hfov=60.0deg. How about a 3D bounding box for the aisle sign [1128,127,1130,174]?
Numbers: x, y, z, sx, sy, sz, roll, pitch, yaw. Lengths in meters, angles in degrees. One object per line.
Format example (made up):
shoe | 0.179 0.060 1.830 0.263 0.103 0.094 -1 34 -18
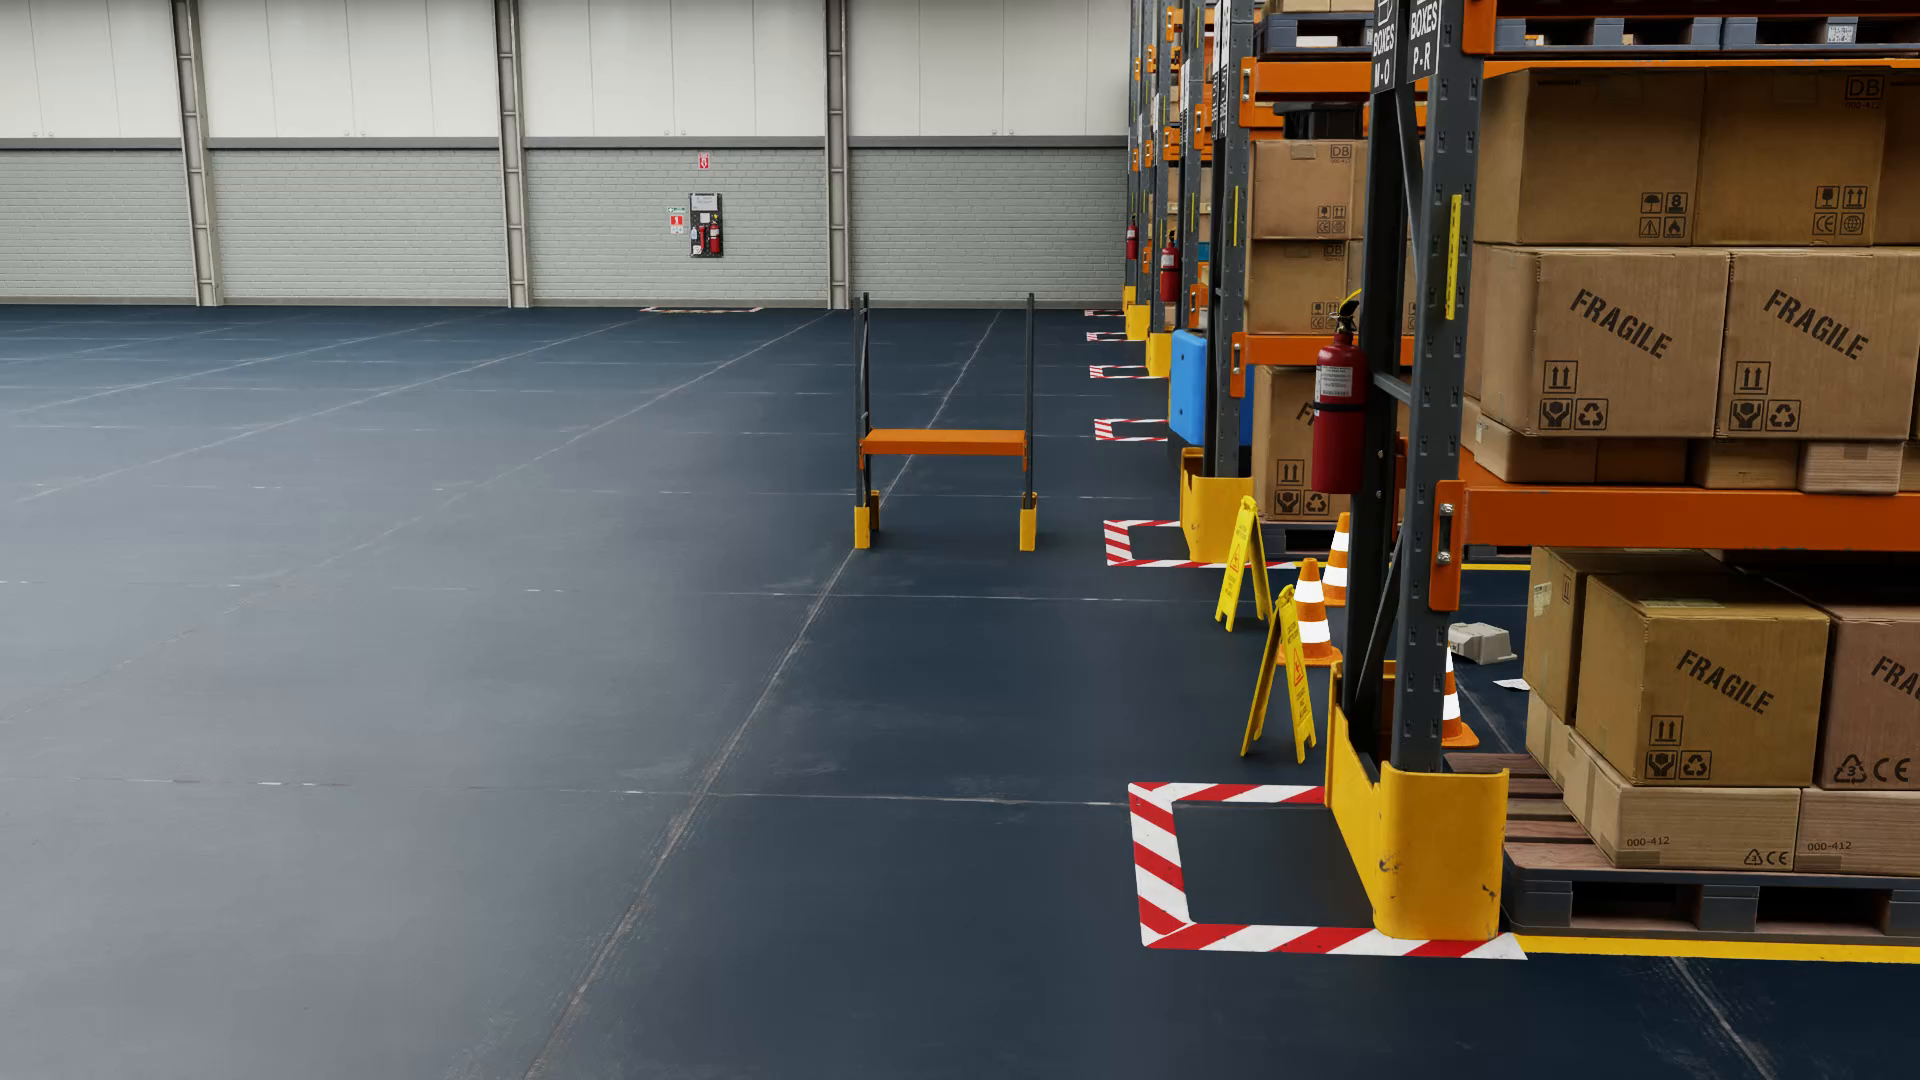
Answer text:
aisle sign | 2.910 -6.711 28.677 0.004 0.787 0.394 1 12 4

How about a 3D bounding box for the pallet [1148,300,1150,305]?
pallet | 3.885 -4.115 29.425 1.213 0.211 1.003 1 12 4

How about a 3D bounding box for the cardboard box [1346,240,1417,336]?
cardboard box | 2.500 -1.526 9.872 0.550 0.550 0.875 1 12 4

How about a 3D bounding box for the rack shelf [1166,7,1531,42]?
rack shelf | 4.335 -5.837 18.926 4.000 0.370 1.077 1 12 4

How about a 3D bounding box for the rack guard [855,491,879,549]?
rack guard | -0.573 -0.130 10.280 0.087 0.250 0.587 1 12 4

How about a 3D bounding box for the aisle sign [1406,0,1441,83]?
aisle sign | 1.264 -1.649 4.476 0.004 0.787 0.394 1 12 4

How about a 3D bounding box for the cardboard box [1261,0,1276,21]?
cardboard box | 1.931 -3.116 9.856 0.250 0.149 0.380 1 12 4

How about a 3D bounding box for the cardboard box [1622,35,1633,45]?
cardboard box | 5.533 -4.270 13.839 0.500 0.500 0.500 0 12 2

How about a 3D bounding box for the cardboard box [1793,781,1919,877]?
cardboard box | 2.641 0.777 4.916 0.500 0.250 0.500 1 12 6

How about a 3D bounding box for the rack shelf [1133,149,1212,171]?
rack shelf | 4.997 -6.588 28.867 4.000 0.370 1.077 1 12 4

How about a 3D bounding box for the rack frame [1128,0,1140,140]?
rack frame | 3.001 -8.436 28.617 0.127 3.000 1.000 1 12 4

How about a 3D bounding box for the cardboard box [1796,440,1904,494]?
cardboard box | 2.434 -0.235 4.681 0.250 0.149 0.380 1 12 5

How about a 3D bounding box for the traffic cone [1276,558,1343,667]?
traffic cone | 1.596 0.314 7.638 0.334 0.463 0.336 1 12 4

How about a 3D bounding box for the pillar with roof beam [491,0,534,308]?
pillar with roof beam | -8.503 -7.888 25.997 0.400 9.000 9.100 1 12 4

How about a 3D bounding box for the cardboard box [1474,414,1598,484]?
cardboard box | 1.671 -0.269 4.842 0.250 0.149 0.380 1 12 4

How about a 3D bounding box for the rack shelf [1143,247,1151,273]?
rack shelf | 4.670 -4.108 24.336 4.000 0.370 1.077 1 12 4

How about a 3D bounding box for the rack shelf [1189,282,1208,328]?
rack shelf | 4.004 -2.084 14.662 4.000 0.370 1.077 1 12 4

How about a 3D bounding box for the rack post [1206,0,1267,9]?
rack post | 3.085 -6.131 18.819 0.954 0.300 0.937 2 12 10

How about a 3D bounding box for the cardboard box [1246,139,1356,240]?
cardboard box | 1.944 -2.041 9.694 0.550 0.550 0.875 1 12 4

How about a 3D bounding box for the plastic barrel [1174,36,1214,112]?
plastic barrel | 2.833 -5.379 19.254 0.708 0.830 0.600 1 12 4

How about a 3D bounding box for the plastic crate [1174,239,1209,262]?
plastic crate | 2.859 -3.457 19.831 0.616 0.251 0.499 1 12 4

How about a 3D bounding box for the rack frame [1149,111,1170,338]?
rack frame | 2.339 -3.475 19.556 0.127 3.000 1.000 1 12 4

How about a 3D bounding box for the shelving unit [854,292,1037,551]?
shelving unit | -0.076 -0.735 10.119 1.083 1.500 0.587 1 12 4

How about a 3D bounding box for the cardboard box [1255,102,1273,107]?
cardboard box | 2.472 -3.799 14.143 0.500 0.250 0.500 1 12 5

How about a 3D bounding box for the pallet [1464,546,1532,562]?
pallet | 3.593 -0.075 10.109 1.213 0.211 1.003 1 12 4

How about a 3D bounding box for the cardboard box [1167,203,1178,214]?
cardboard box | 3.051 -4.804 24.081 0.250 0.149 0.380 1 12 3

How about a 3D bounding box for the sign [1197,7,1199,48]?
sign | 1.972 -4.249 13.793 0.005 0.325 0.100 1 12 4

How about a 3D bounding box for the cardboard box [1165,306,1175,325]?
cardboard box | 3.194 -3.294 24.380 0.500 0.250 0.500 1 12 4

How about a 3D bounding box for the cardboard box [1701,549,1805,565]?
cardboard box | 2.534 -0.034 5.380 0.250 0.149 0.380 1 12 5

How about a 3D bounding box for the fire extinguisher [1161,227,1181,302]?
fire extinguisher | 1.925 -2.521 15.185 0.183 0.674 0.296 1 12 4

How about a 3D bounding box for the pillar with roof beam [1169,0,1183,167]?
pillar with roof beam | 3.470 -7.723 25.212 0.400 9.000 9.100 1 12 4

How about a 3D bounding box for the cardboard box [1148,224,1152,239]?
cardboard box | 3.467 -5.364 28.903 0.500 0.250 0.500 0 12 2

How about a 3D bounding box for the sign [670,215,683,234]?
sign | -5.237 -5.836 30.755 0.234 0.329 0.001 1 12 4

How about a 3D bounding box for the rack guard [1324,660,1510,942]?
rack guard | 1.422 0.786 5.292 0.348 0.500 1.175 1 12 4

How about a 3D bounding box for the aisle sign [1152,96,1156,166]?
aisle sign | 2.287 -4.809 19.585 0.004 0.787 0.394 1 12 4

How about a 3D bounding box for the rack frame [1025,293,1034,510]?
rack frame | 0.422 -0.728 10.087 0.032 1.500 0.500 1 12 4

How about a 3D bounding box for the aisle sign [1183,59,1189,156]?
aisle sign | 1.927 -3.676 14.164 0.004 0.787 0.394 1 12 4

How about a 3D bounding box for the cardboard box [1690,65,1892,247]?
cardboard box | 2.375 -1.152 5.037 0.500 0.500 0.700 1 12 4

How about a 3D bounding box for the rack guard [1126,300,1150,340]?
rack guard | 2.650 -3.264 24.651 0.348 0.500 1.175 1 12 4

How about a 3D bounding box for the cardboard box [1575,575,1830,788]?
cardboard box | 2.156 0.402 4.879 0.500 0.500 0.500 0 12 2

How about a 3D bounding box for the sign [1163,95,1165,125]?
sign | 2.298 -4.836 18.711 0.005 0.325 0.100 1 12 4

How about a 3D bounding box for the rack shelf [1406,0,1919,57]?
rack shelf | 3.342 -1.528 4.676 4.000 0.370 1.077 1 12 4

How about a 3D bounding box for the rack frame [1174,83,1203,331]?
rack frame | 2.008 -2.464 14.719 0.127 3.000 1.000 1 12 4

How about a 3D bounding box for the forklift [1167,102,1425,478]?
forklift | 3.151 -1.930 12.338 3.031 2.935 1.130 -1 12 -3

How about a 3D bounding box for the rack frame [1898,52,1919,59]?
rack frame | 5.567 -1.397 9.620 0.127 3.000 1.000 1 12 4

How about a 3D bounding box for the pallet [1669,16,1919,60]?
pallet | 4.752 -2.835 9.386 1.213 0.211 1.003 1 12 4

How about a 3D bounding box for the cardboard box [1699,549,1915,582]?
cardboard box | 2.684 0.298 5.374 0.500 0.500 0.500 1 12 6

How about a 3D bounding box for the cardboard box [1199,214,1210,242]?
cardboard box | 3.663 -4.521 24.311 0.500 0.500 0.700 1 12 5

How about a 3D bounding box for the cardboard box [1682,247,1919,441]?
cardboard box | 2.317 -0.564 4.667 0.500 0.500 0.500 1 12 5
